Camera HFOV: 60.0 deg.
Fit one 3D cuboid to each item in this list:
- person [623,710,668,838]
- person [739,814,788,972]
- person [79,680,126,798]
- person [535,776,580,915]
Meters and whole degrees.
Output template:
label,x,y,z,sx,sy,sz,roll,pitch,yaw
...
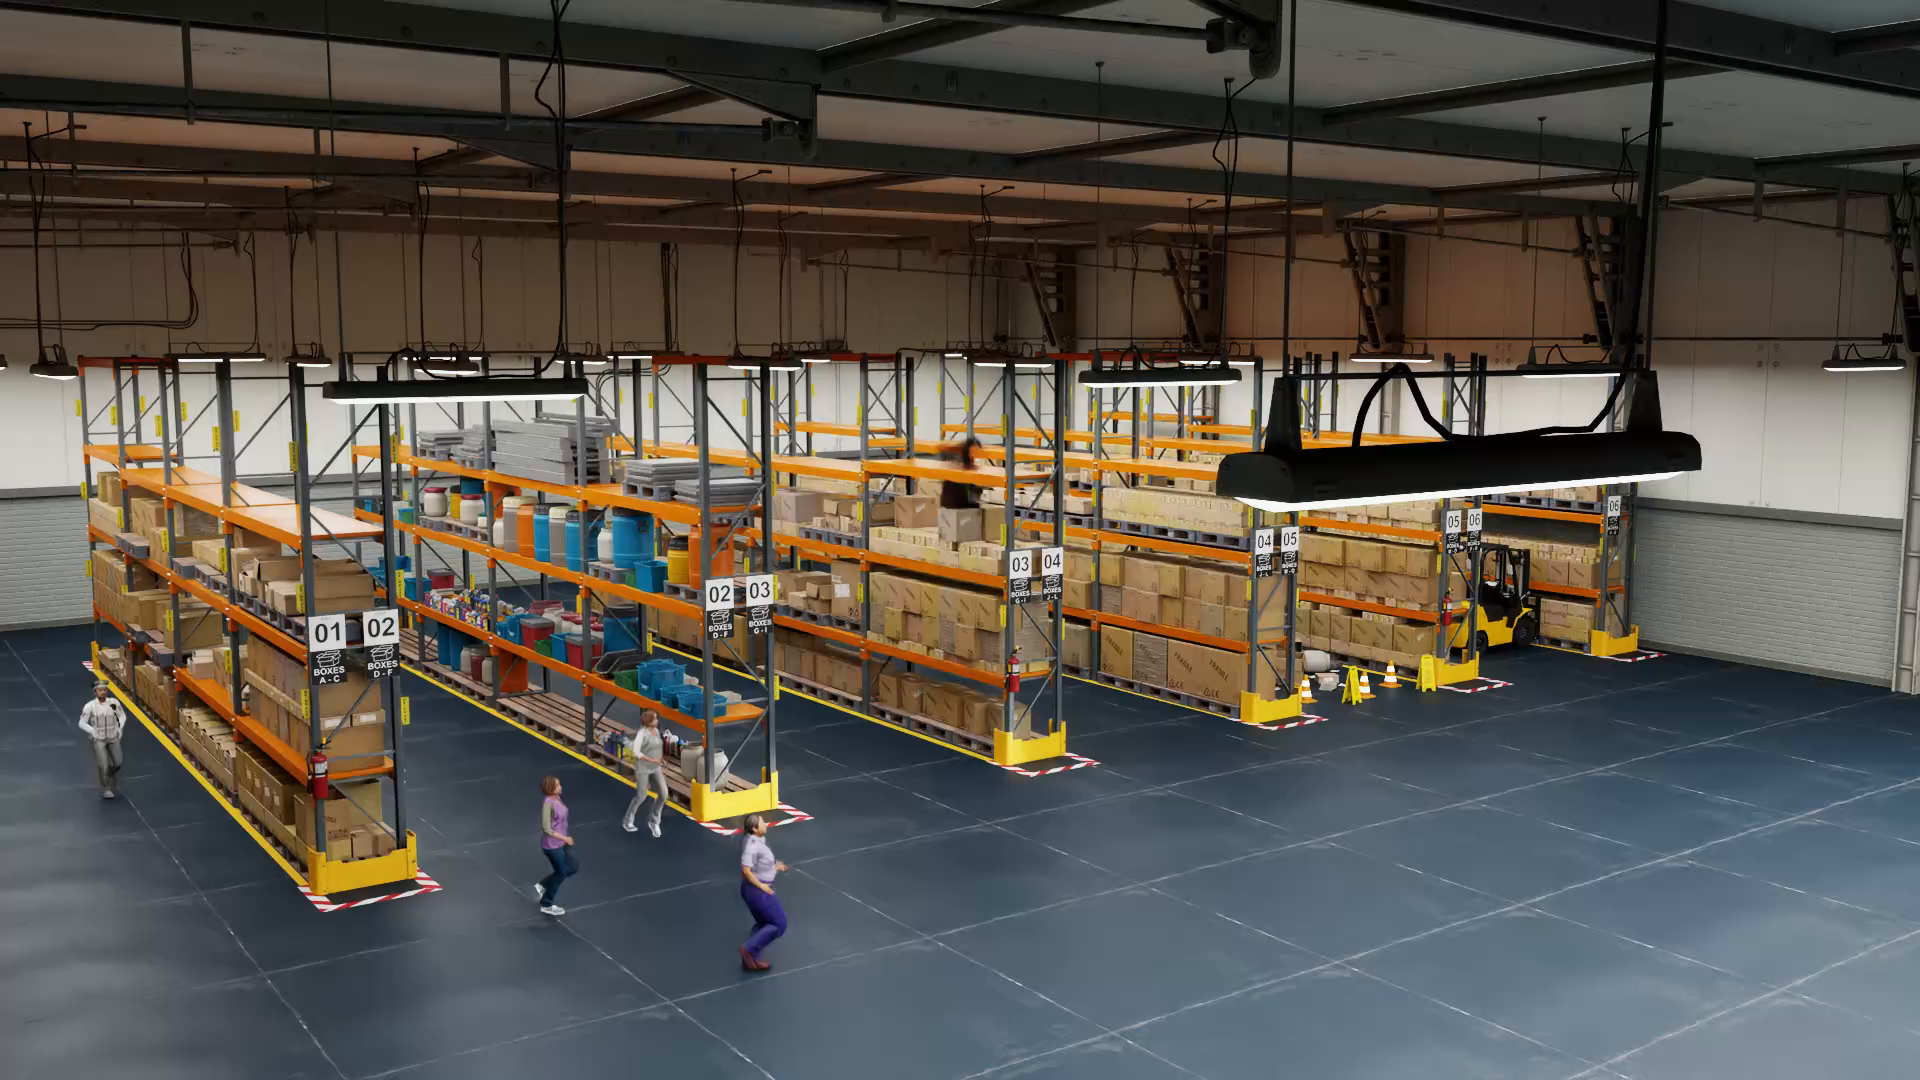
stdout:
label,x,y,z,sx,sy,sz,roll,pitch,yaw
person,-3.973,2.973,21.295,0.619,1.604,0.607,5,8,33
person,-1.961,3.519,16.660,0.529,1.601,0.597,-2,7,-17
person,-11.795,2.735,22.947,0.611,1.649,0.548,-6,9,-39
person,-4.454,3.352,18.320,0.484,1.562,0.548,0,7,-1
